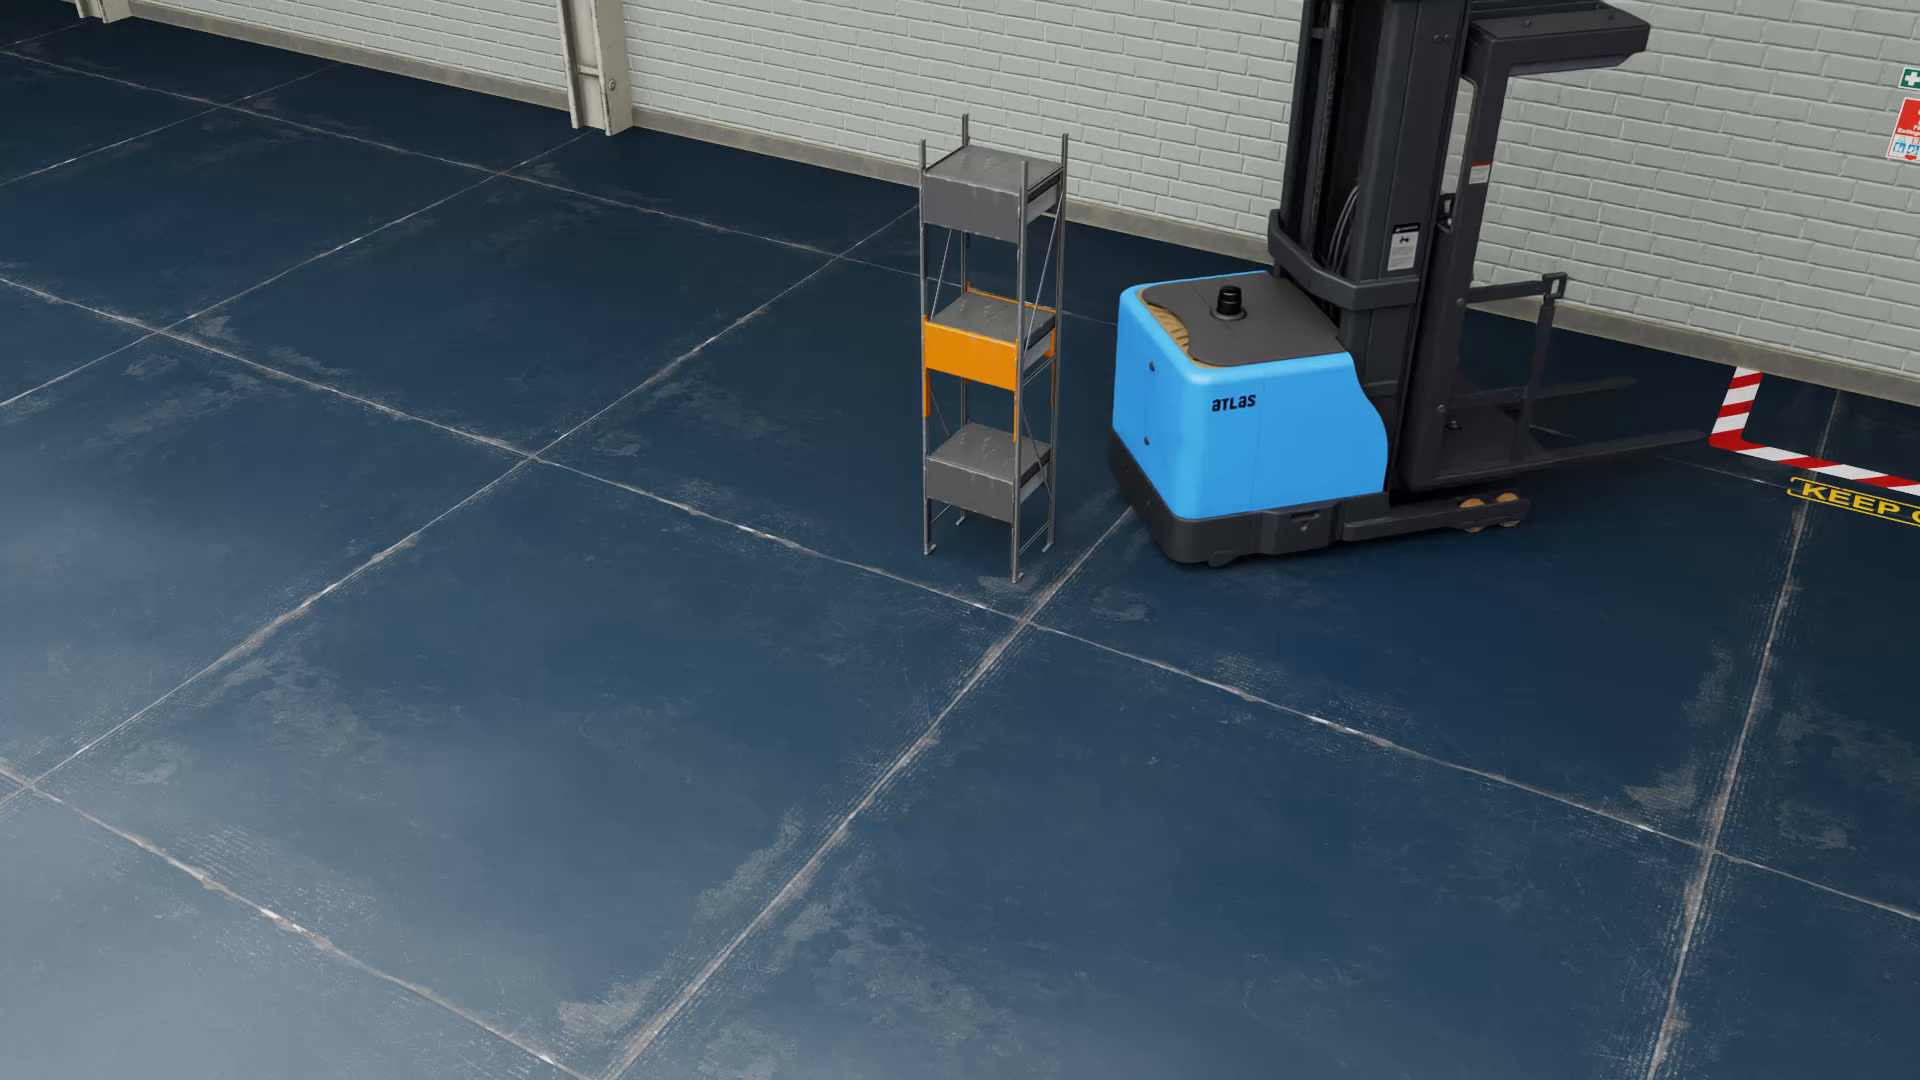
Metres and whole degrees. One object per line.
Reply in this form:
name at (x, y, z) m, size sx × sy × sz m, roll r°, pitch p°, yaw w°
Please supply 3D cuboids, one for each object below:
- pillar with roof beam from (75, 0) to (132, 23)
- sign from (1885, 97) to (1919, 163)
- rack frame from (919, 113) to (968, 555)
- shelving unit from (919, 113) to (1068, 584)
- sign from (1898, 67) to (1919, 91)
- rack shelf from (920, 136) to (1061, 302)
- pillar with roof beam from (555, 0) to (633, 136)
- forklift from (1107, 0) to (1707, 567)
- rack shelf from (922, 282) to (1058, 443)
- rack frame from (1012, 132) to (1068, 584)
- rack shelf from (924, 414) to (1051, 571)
pillar with roof beam at (-10.169, -6.609, 10.056) m, size 0.400 × 9.000 × 9.100 m, roll 18°, pitch 37°, yaw 24°
sign at (5.040, -2.148, 8.737) m, size 0.234 × 0.329 × 0.001 m, roll 18°, pitch 37°, yaw 24°
rack frame at (-0.068, -0.896, 7.700) m, size 0.015 × 2.100 × 0.400 m, roll 18°, pitch 37°, yaw 24°
shelving unit at (0.144, -0.828, 7.600) m, size 0.503 × 2.100 × 0.431 m, roll 18°, pitch 37°, yaw 24°
sign at (5.039, -2.363, 8.582) m, size 0.331 × 0.109 × 0.001 m, roll 18°, pitch 37°, yaw 24°
rack shelf at (0.144, -1.400, 7.219) m, size 0.480 × 0.518 × 0.431 m, roll 18°, pitch 37°, yaw 24°
pillar with roof beam at (-4.959, -4.959, 7.578) m, size 0.400 × 9.000 × 9.100 m, roll 18°, pitch 37°, yaw 24°
forklift at (2.347, -1.534, 7.909) m, size 3.031 × 2.935 × 1.130 m, roll -9°, pitch 35°, yaw -13°
rack shelf at (0.144, -0.817, 7.607) m, size 0.480 × 0.518 × 0.431 m, roll 18°, pitch 37°, yaw 24°
rack frame at (0.356, -0.761, 7.499) m, size 0.015 × 2.100 × 0.400 m, roll 18°, pitch 37°, yaw 24°
rack shelf at (0.144, -0.234, 7.995) m, size 0.480 × 0.518 × 0.431 m, roll 18°, pitch 37°, yaw 24°
